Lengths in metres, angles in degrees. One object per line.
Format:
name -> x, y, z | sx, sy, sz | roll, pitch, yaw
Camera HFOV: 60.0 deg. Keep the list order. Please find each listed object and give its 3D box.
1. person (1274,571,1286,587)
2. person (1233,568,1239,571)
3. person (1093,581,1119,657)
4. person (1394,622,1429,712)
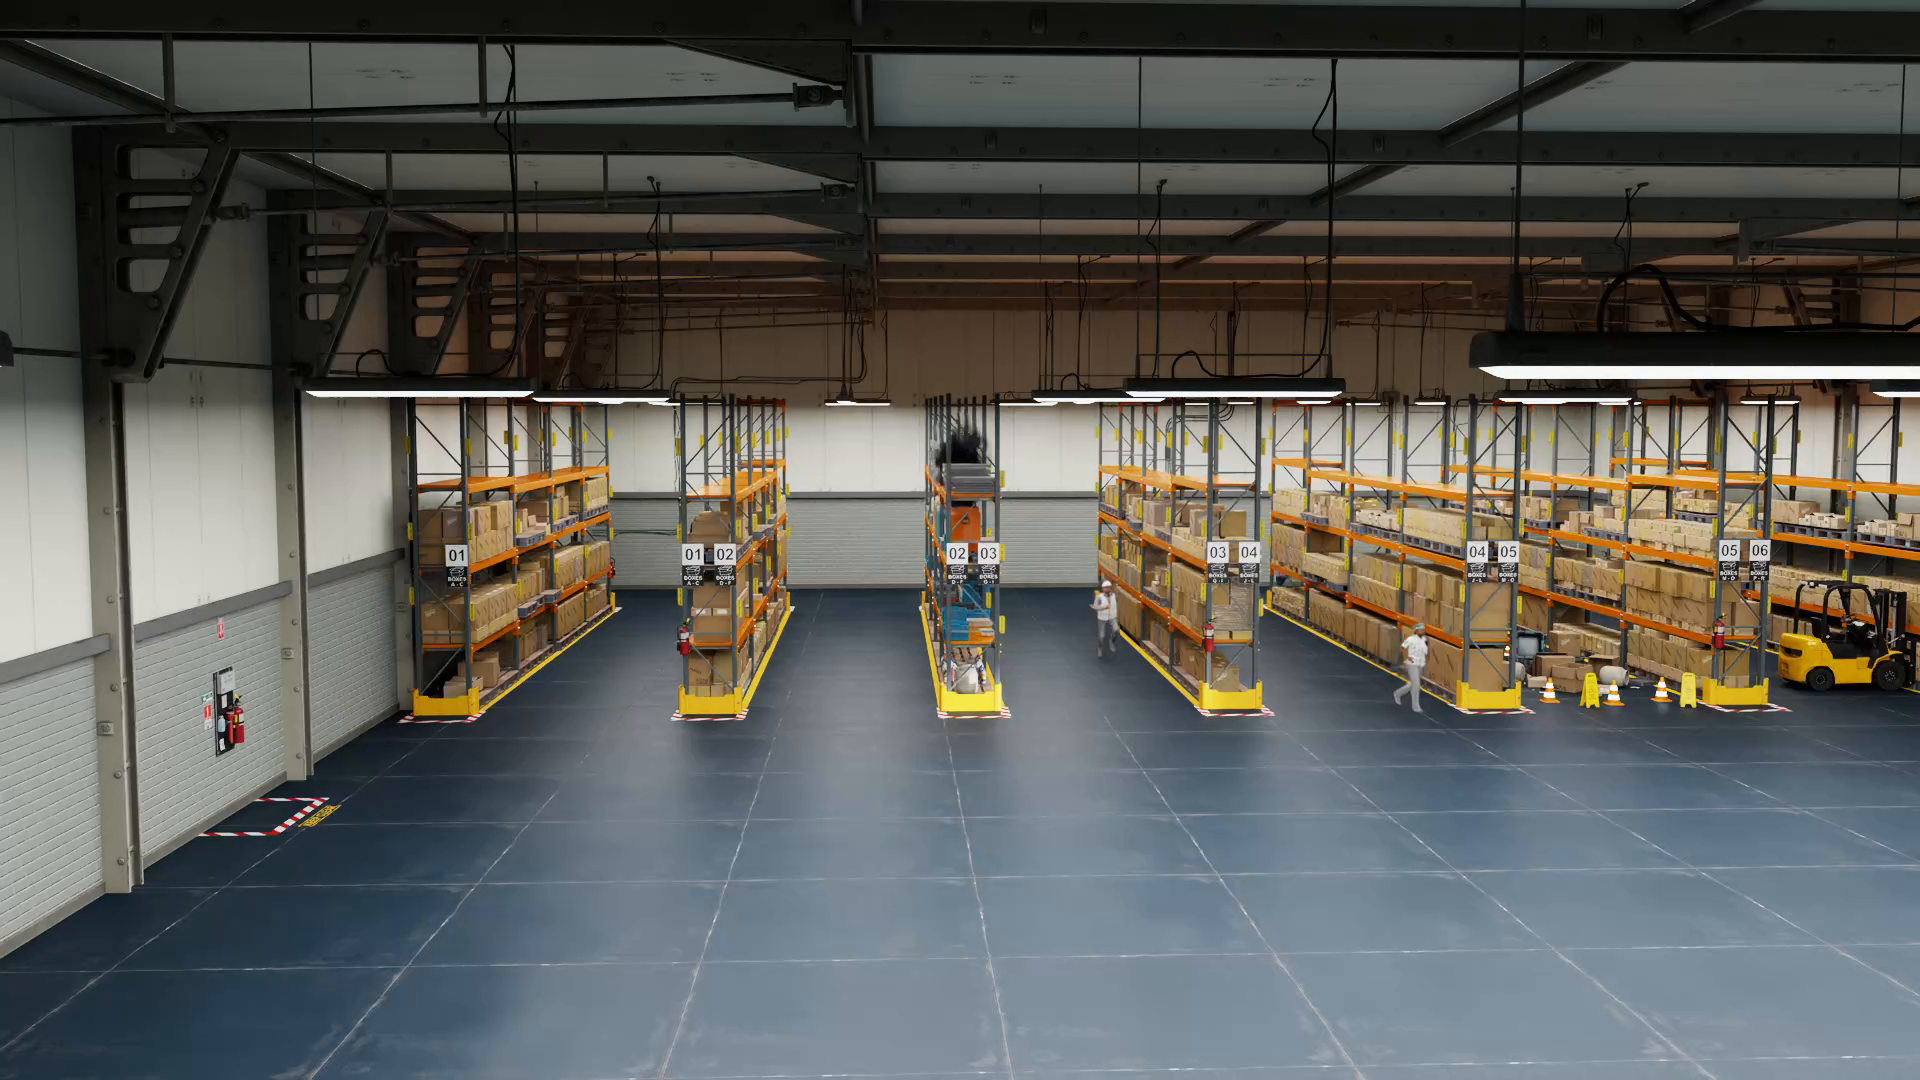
person -> 9.489, 1.091, 49.079 | 0.518, 1.529, 0.531 | -3, 5, -31
person -> 7.621, 1.105, 47.574 | 0.726, 1.734, 0.550 | 4, 6, 38
person -> 3.335, 1.802, 37.898 | 0.645, 1.765, 0.856 | -1, 5, -9
person -> 8.685, 2.406, 31.744 | 0.613, 1.704, 0.800 | -2, 5, -28
